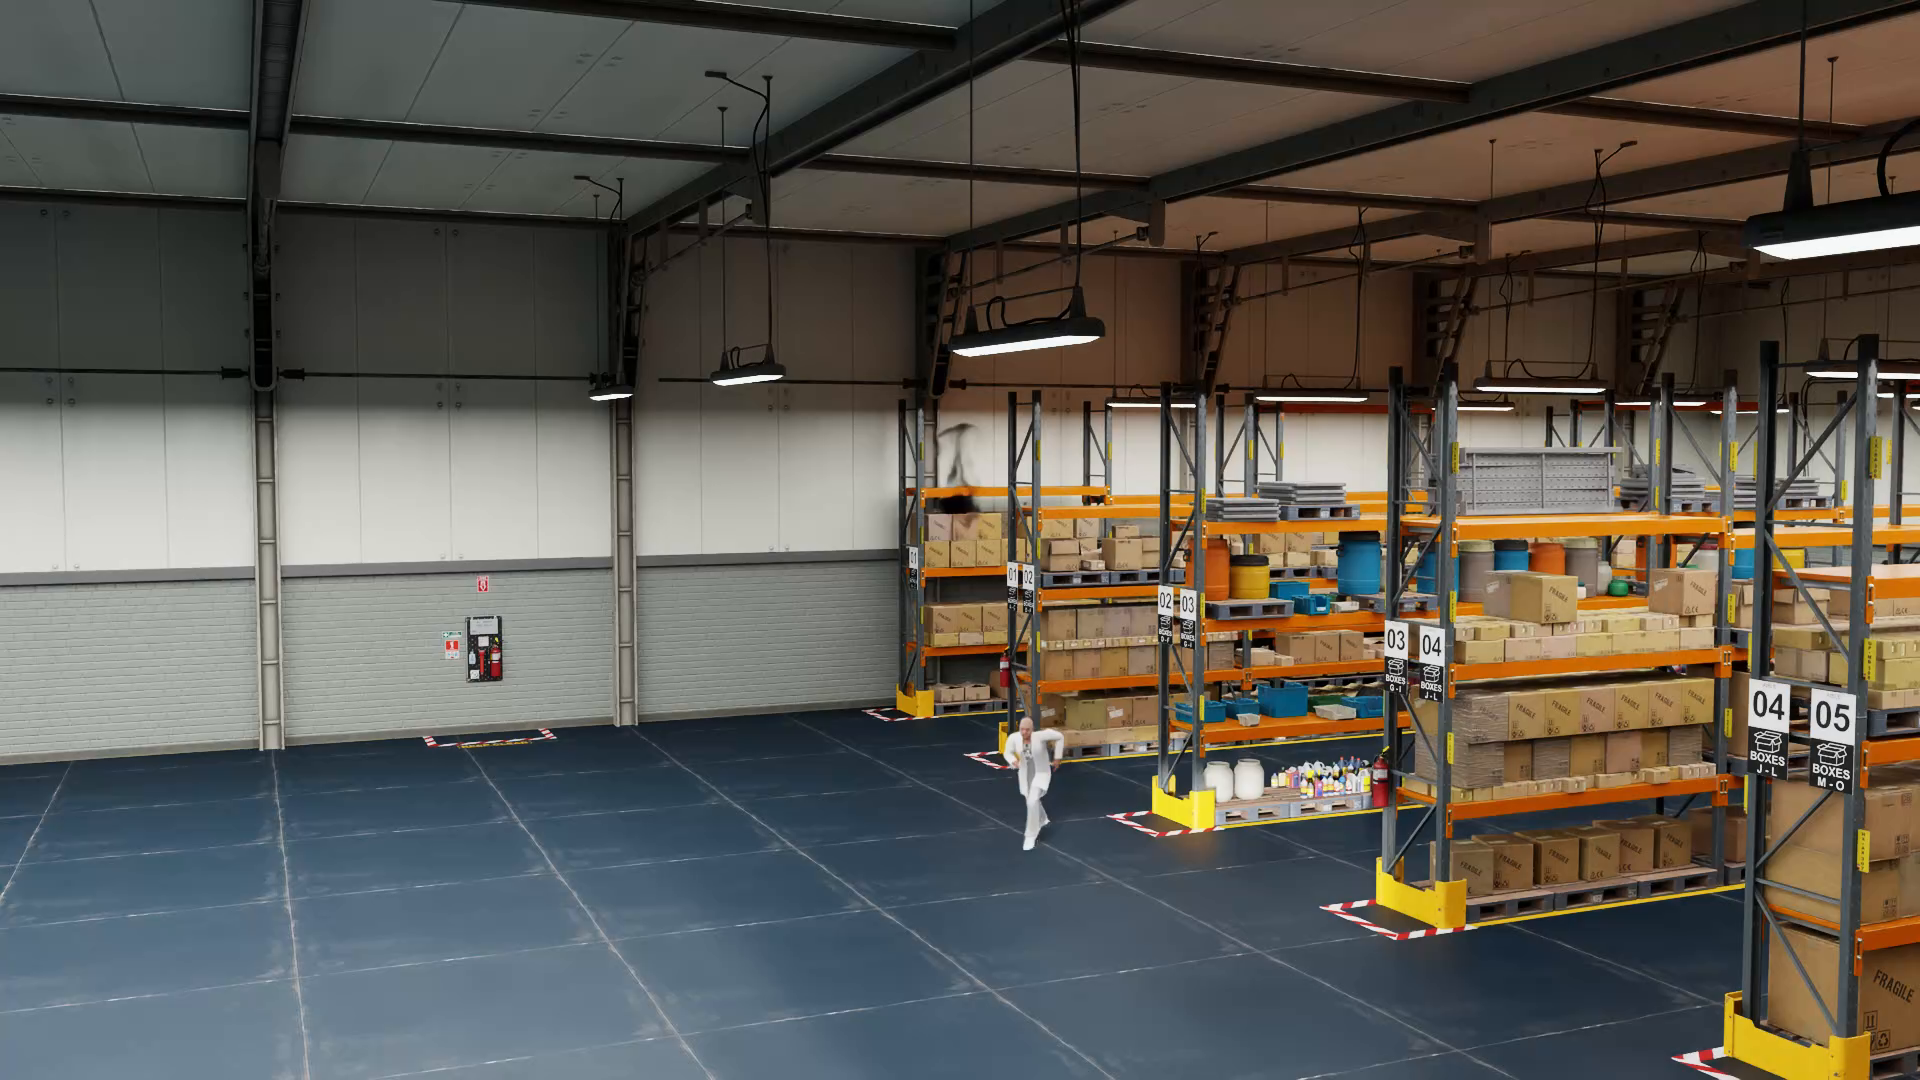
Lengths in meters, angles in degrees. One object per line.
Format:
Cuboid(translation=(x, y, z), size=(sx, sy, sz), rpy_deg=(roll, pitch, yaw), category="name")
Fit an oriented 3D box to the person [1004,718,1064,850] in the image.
Cuboid(translation=(0.976, 3.099, 21.437), size=(0.753, 1.739, 1.072), rpy_deg=(1, 4, 19), category="person")
